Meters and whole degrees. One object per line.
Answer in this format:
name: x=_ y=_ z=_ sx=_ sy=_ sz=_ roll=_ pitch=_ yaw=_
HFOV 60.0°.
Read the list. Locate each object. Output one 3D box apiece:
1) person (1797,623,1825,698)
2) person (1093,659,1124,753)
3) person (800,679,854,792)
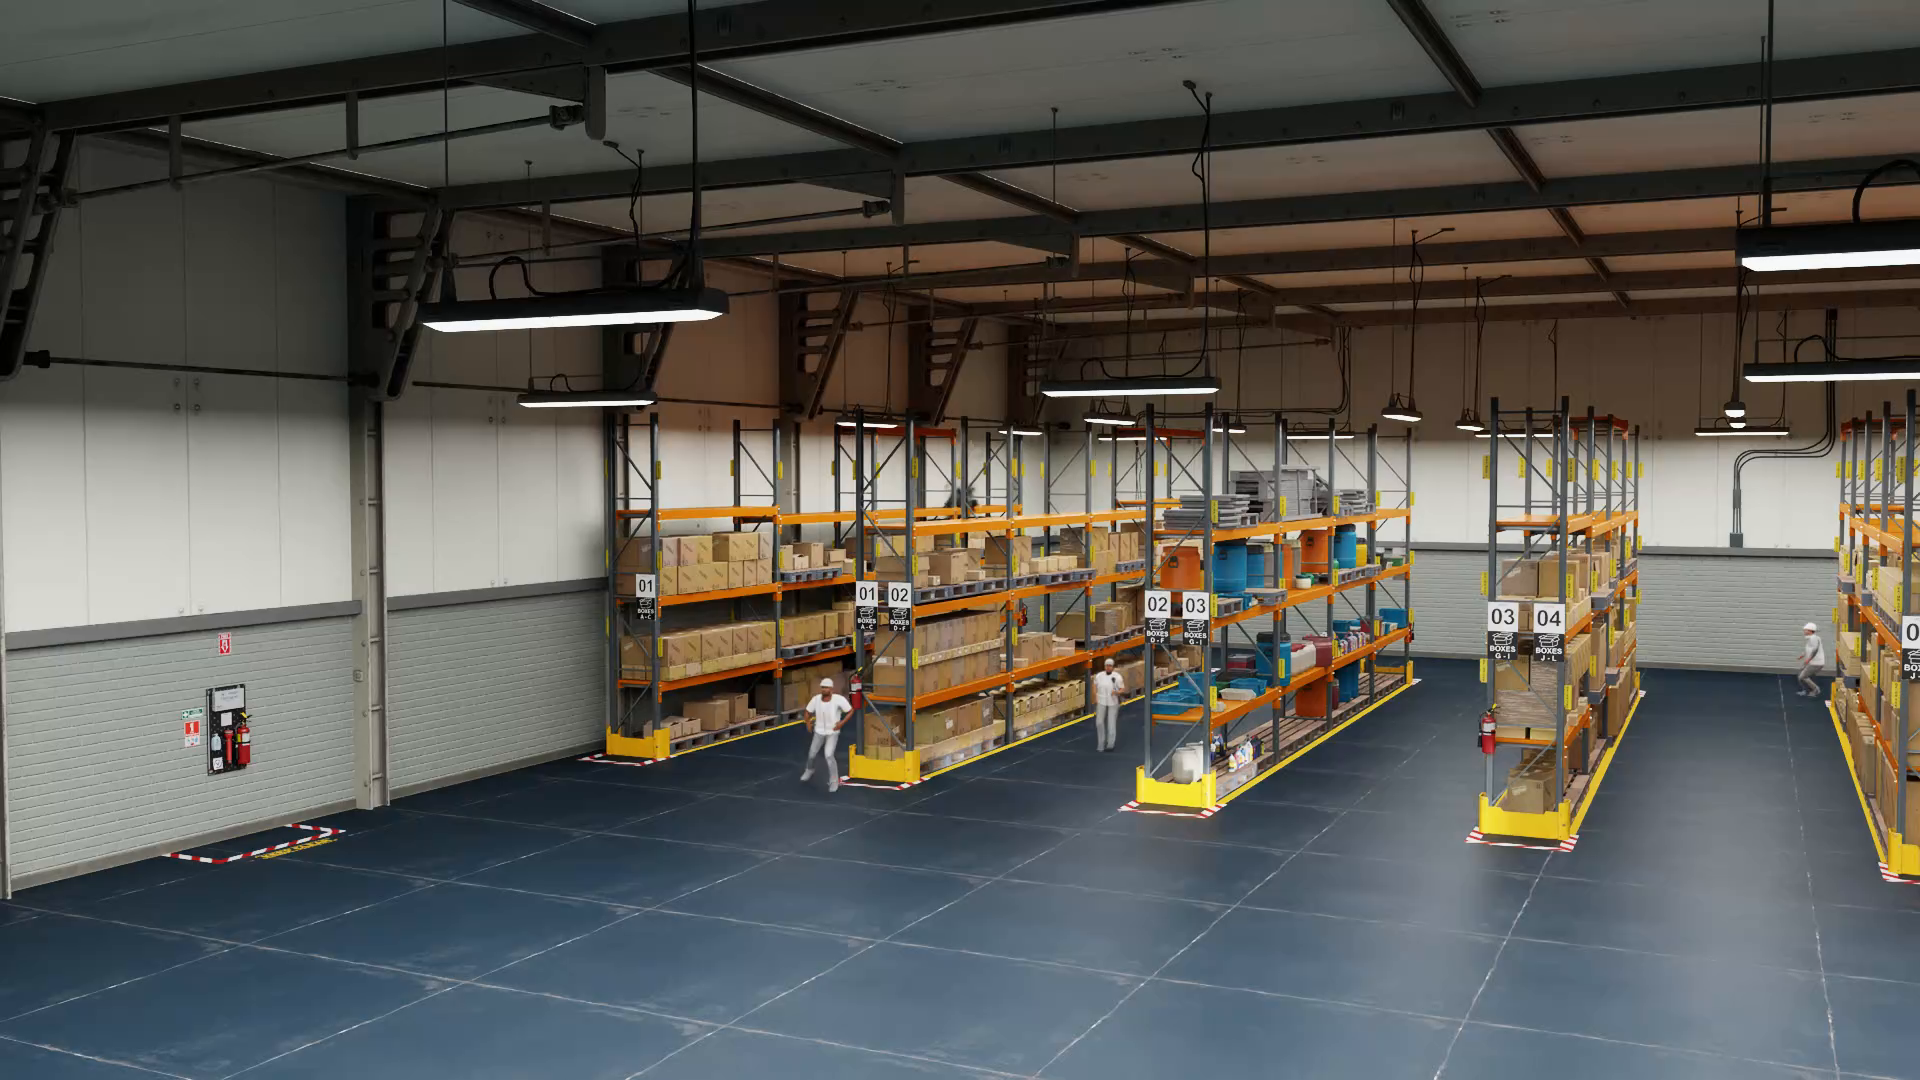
person: x=18.668 y=2.648 z=36.489 sx=0.508 sy=1.667 sz=0.889 roll=1 pitch=3 yaw=21
person: x=2.623 y=2.945 z=29.496 sx=0.579 sy=1.687 sz=0.693 roll=0 pitch=2 yaw=11
person: x=-2.137 y=3.049 z=26.202 sx=0.917 sy=1.763 sz=0.741 roll=1 pitch=2 yaw=13
